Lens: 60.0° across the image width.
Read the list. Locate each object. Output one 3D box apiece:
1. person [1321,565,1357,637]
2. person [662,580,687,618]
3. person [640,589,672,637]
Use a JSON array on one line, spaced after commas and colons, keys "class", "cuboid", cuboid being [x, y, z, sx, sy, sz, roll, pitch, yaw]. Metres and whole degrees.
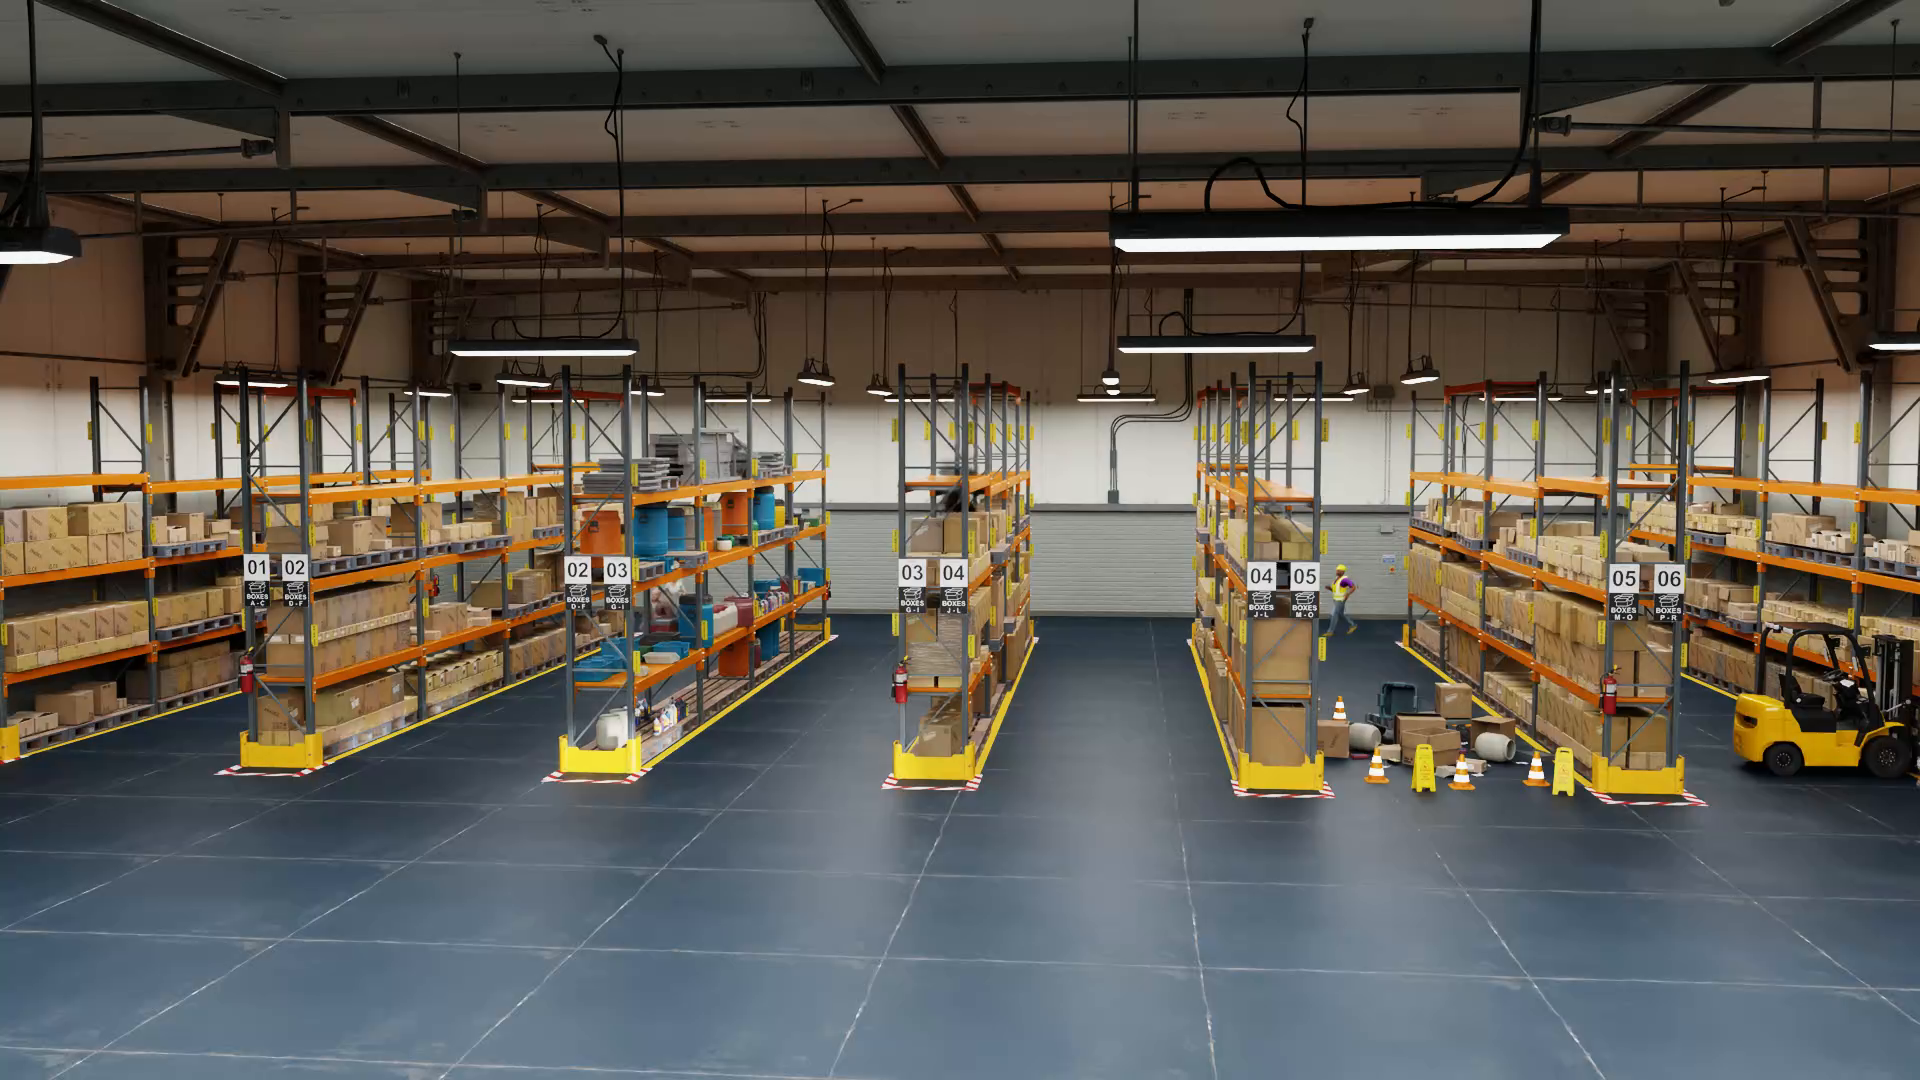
[{"class": "person", "cuboid": [9.282, 1.479, 40.659, 0.984, 1.752, 0.706, 0, 4, -6]}, {"class": "person", "cuboid": [-6.946, 1.599, 40.621, 0.626, 1.609, 0.861, -2, 4, -25]}, {"class": "person", "cuboid": [-6.272, 1.890, 34.233, 0.704, 1.761, 1.065, 0, 4, 4]}]
